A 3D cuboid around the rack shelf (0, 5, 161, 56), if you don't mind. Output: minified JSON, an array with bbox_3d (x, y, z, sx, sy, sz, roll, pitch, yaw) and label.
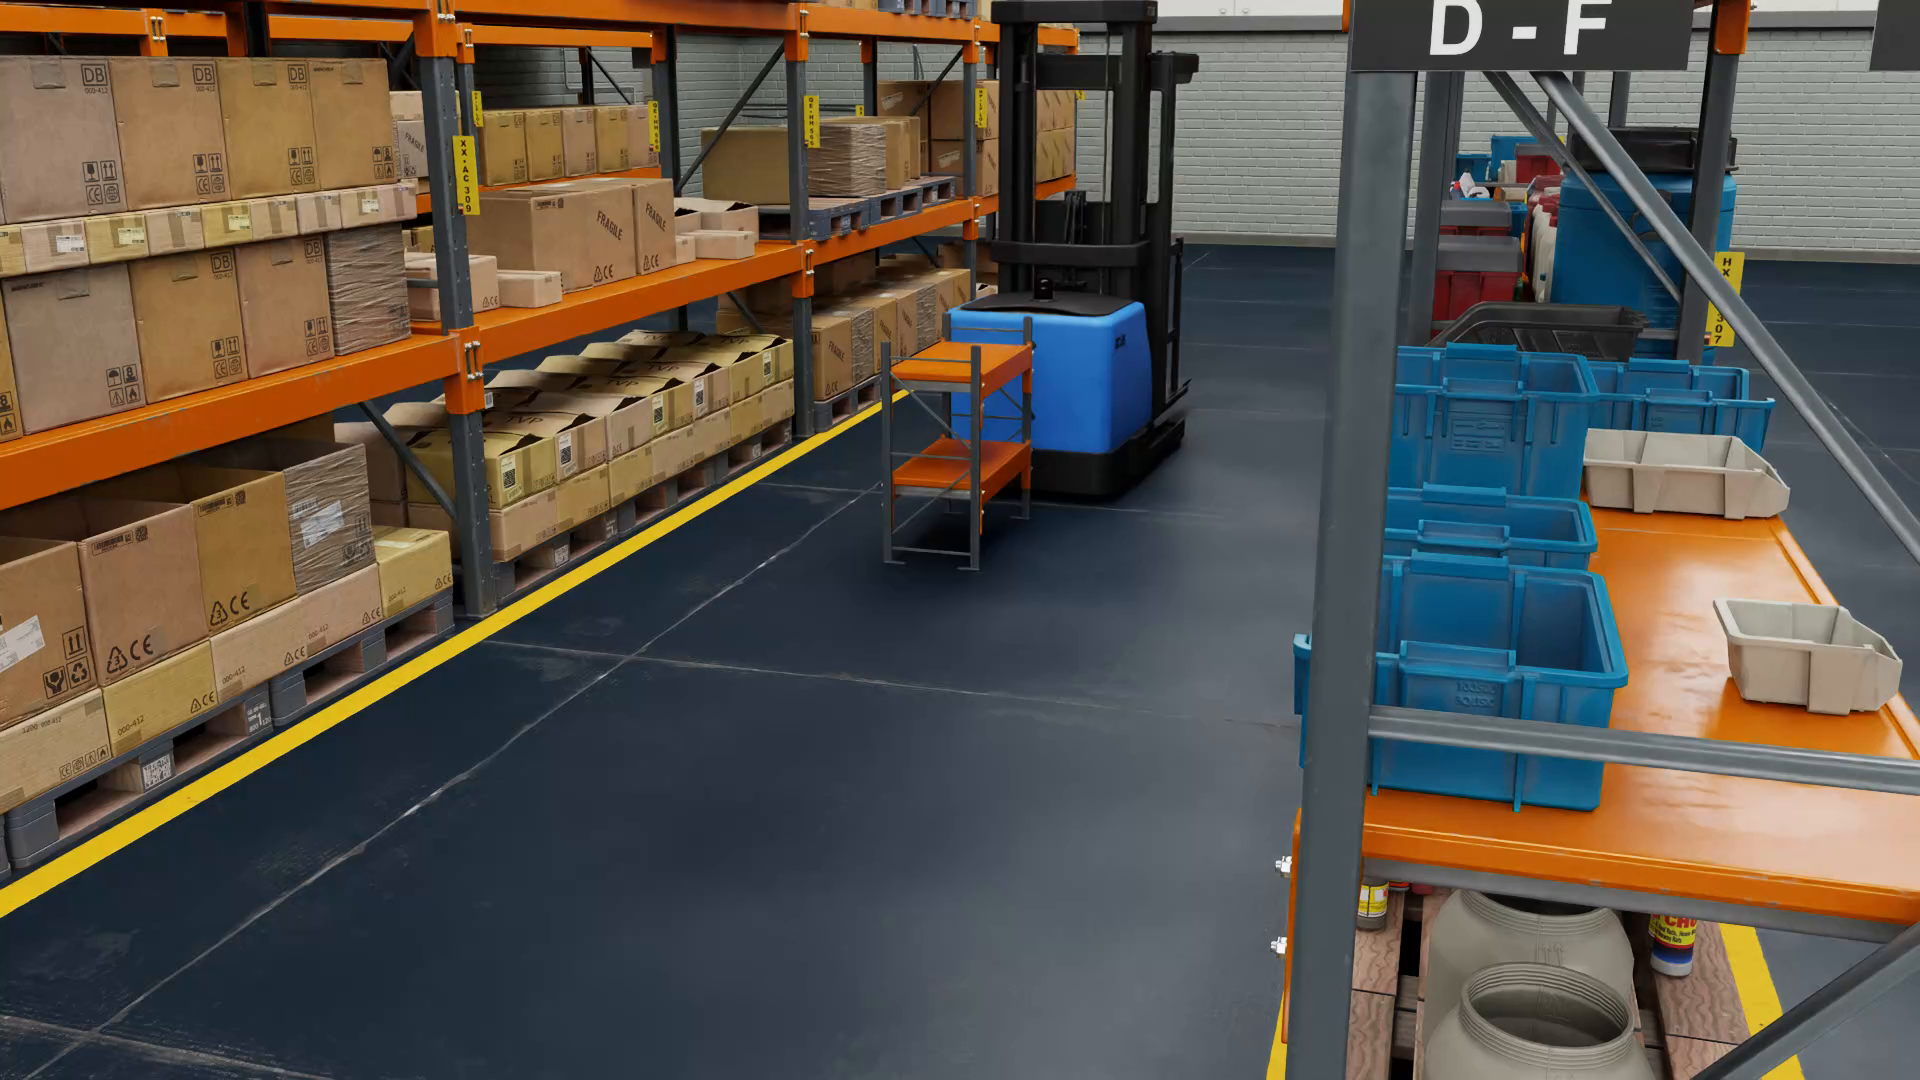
[{"bbox_3d":[-6.807,-3.136,10.209,1.077,0.370,4.000,5,16,16],"label":"rack shelf"}]

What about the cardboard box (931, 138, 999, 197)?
[{"bbox_3d":[0.055,-3.386,15.086,0.500,0.500,0.500,5,17,17],"label":"cardboard box"}]

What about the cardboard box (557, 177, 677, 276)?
[{"bbox_3d":[-1.949,-1.787,9.449,0.500,0.500,0.500,4,16,13],"label":"cardboard box"}]

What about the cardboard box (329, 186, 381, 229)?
[{"bbox_3d":[-2.569,-1.340,6.686,0.380,0.149,0.250,4,16,15],"label":"cardboard box"}]

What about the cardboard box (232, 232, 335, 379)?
[{"bbox_3d":[-2.888,-0.925,6.412,0.700,0.500,0.500,4,16,15],"label":"cardboard box"}]

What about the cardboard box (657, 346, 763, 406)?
[{"bbox_3d":[-1.542,-1.035,10.224,0.500,0.311,0.500,4,16,15],"label":"cardboard box"}]

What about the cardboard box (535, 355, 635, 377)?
[{"bbox_3d":[-2.207,-0.942,9.896,0.500,0.311,0.500,4,16,14],"label":"cardboard box"}]

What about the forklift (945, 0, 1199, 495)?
[{"bbox_3d":[0.860,-2.026,10.603,1.130,2.935,3.031,6,17,19],"label":"forklift"}]

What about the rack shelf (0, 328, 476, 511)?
[{"bbox_3d":[-3.193,-0.263,5.578,1.077,0.370,4.000,5,16,16],"label":"rack shelf"}]

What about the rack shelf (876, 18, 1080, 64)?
[{"bbox_3d":[0.217,-4.846,16.238,1.077,0.370,4.000,5,16,16],"label":"rack shelf"}]

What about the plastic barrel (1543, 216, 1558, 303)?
[{"bbox_3d":[2.606,-1.046,6.771,0.433,0.535,0.433,0,16,0],"label":"plastic barrel"}]

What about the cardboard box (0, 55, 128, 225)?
[{"bbox_3d":[-3.172,-1.294,5.334,0.700,0.500,0.500,5,16,16],"label":"cardboard box"}]

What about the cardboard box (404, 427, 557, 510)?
[{"bbox_3d":[-2.268,-0.370,7.879,0.500,0.311,0.500,5,16,16],"label":"cardboard box"}]

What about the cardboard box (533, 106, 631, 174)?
[{"bbox_3d":[-4.296,-4.474,18.556,0.980,0.700,0.700,4,16,15],"label":"cardboard box"}]

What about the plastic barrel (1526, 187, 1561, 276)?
[{"bbox_3d":[3.173,-1.562,8.634,0.421,0.512,0.421,0,16,0],"label":"plastic barrel"}]

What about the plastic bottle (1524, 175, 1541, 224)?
[{"bbox_3d":[4.259,-2.514,12.285,0.144,0.351,0.185,5,16,16],"label":"plastic bottle"}]

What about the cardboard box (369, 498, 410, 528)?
[{"bbox_3d":[-2.785,-0.143,8.104,0.500,0.250,0.500,4,16,15],"label":"cardboard box"}]

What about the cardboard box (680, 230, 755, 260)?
[{"bbox_3d":[-1.479,-1.801,10.144,0.380,0.149,0.250,5,16,16],"label":"cardboard box"}]

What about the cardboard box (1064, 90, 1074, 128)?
[{"bbox_3d":[0.923,-4.663,17.758,0.500,0.500,0.500,4,16,15],"label":"cardboard box"}]

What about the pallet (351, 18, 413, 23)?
[{"bbox_3d":[-5.315,-4.716,14.812,0.805,0.209,1.217,4,16,14],"label":"pallet"}]

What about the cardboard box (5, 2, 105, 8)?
[{"bbox_3d":[-6.184,-3.763,11.227,0.500,0.311,0.500,5,16,16],"label":"cardboard box"}]

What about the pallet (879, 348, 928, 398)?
[{"bbox_3d":[-0.891,-1.348,13.195,1.003,0.211,1.213,5,16,16],"label":"pallet"}]

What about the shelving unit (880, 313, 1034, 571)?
[{"bbox_3d":[0.002,-0.543,8.682,0.538,1.125,1.048,5,16,16],"label":"shelving unit"}]

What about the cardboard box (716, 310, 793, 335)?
[{"bbox_3d":[-1.447,-1.451,12.222,0.500,0.500,0.500,5,17,18],"label":"cardboard box"}]

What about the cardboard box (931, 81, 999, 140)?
[{"bbox_3d":[0.053,-3.856,14.912,0.500,0.500,0.500,5,17,17],"label":"cardboard box"}]

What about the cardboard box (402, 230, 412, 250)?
[{"bbox_3d":[-5.411,-2.363,14.835,0.750,0.750,0.750,5,17,18],"label":"cardboard box"}]

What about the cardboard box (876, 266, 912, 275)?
[{"bbox_3d":[-0.722,-2.127,14.605,0.500,0.500,0.500,4,16,13],"label":"cardboard box"}]

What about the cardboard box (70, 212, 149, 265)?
[{"bbox_3d":[-2.931,-1.003,5.497,0.380,0.149,0.250,5,17,18],"label":"cardboard box"}]

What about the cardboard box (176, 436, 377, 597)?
[{"bbox_3d":[-2.700,-0.104,6.595,0.500,0.500,0.500,5,16,16],"label":"cardboard box"}]

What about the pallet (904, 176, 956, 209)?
[{"bbox_3d":[-0.683,-2.932,14.023,1.003,0.211,1.213,5,16,16],"label":"pallet"}]

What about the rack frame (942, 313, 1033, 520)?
[{"bbox_3d":[0.146,-0.676,9.151,0.500,1.125,0.032,5,16,16],"label":"rack frame"}]

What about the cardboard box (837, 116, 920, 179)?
[{"bbox_3d":[-0.700,-3.369,14.257,0.700,0.500,0.500,-1,16,-3],"label":"cardboard box"}]

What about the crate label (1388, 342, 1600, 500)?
[{"bbox_3d":[1.251,-0.220,4.044,0.502,0.435,0.616,5,16,16],"label":"crate label"}]

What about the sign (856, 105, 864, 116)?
[{"bbox_3d":[-0.874,-3.682,14.727,0.100,0.325,0.005,5,16,16],"label":"sign"}]

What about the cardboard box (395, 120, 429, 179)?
[{"bbox_3d":[-5.127,-3.535,15.030,0.500,0.500,0.500,5,17,16],"label":"cardboard box"}]

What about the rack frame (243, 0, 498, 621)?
[{"bbox_3d":[-2.625,-1.132,7.325,1.000,3.000,0.127,5,16,16],"label":"rack frame"}]

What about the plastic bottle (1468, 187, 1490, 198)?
[{"bbox_3d":[3.783,-2.435,12.145,0.152,0.276,0.135,5,16,16],"label":"plastic bottle"}]

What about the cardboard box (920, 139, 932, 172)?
[{"bbox_3d":[-0.455,-3.424,15.222,0.500,0.500,0.500,5,17,17],"label":"cardboard box"}]

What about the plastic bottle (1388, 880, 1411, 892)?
[{"bbox_3d":[1.186,0.820,4.628,0.152,0.276,0.135,5,17,16],"label":"plastic bottle"}]

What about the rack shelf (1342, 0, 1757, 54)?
[{"bbox_3d":[1.555,-1.321,3.811,1.077,0.370,4.000,5,16,16],"label":"rack shelf"}]

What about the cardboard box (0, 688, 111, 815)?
[{"bbox_3d":[-3.115,0.650,5.310,0.500,0.250,0.500,5,16,16],"label":"cardboard box"}]

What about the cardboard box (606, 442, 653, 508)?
[{"bbox_3d":[-1.981,-0.367,8.897,0.500,0.250,0.500,4,16,14],"label":"cardboard box"}]

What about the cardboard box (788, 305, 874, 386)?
[{"bbox_3d":[-0.941,-1.422,12.122,0.500,0.500,0.500,4,16,14],"label":"cardboard box"}]

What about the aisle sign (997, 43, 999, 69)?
[{"bbox_3d":[0.523,-5.563,18.182,0.394,0.787,0.004,5,16,16],"label":"aisle sign"}]

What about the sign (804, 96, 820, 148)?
[{"bbox_3d":[-0.955,-2.694,10.708,0.100,0.325,0.005,5,16,16],"label":"sign"}]

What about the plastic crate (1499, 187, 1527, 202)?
[{"bbox_3d":[4.666,-2.853,13.764,0.396,0.136,0.243,5,16,16],"label":"plastic crate"}]

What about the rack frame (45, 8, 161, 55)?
[{"bbox_3d":[-6.238,-2.562,12.365,1.000,3.000,0.127,5,16,16],"label":"rack frame"}]

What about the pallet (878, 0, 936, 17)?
[{"bbox_3d":[-0.896,-4.141,12.780,1.213,0.211,1.003,5,16,16],"label":"pallet"}]

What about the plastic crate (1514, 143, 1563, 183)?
[{"bbox_3d":[4.891,-3.114,14.084,0.402,0.464,0.583,5,16,16],"label":"plastic crate"}]

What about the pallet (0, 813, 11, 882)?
[{"bbox_3d":[-3.584,1.052,4.733,1.003,0.211,1.213,5,16,16],"label":"pallet"}]
